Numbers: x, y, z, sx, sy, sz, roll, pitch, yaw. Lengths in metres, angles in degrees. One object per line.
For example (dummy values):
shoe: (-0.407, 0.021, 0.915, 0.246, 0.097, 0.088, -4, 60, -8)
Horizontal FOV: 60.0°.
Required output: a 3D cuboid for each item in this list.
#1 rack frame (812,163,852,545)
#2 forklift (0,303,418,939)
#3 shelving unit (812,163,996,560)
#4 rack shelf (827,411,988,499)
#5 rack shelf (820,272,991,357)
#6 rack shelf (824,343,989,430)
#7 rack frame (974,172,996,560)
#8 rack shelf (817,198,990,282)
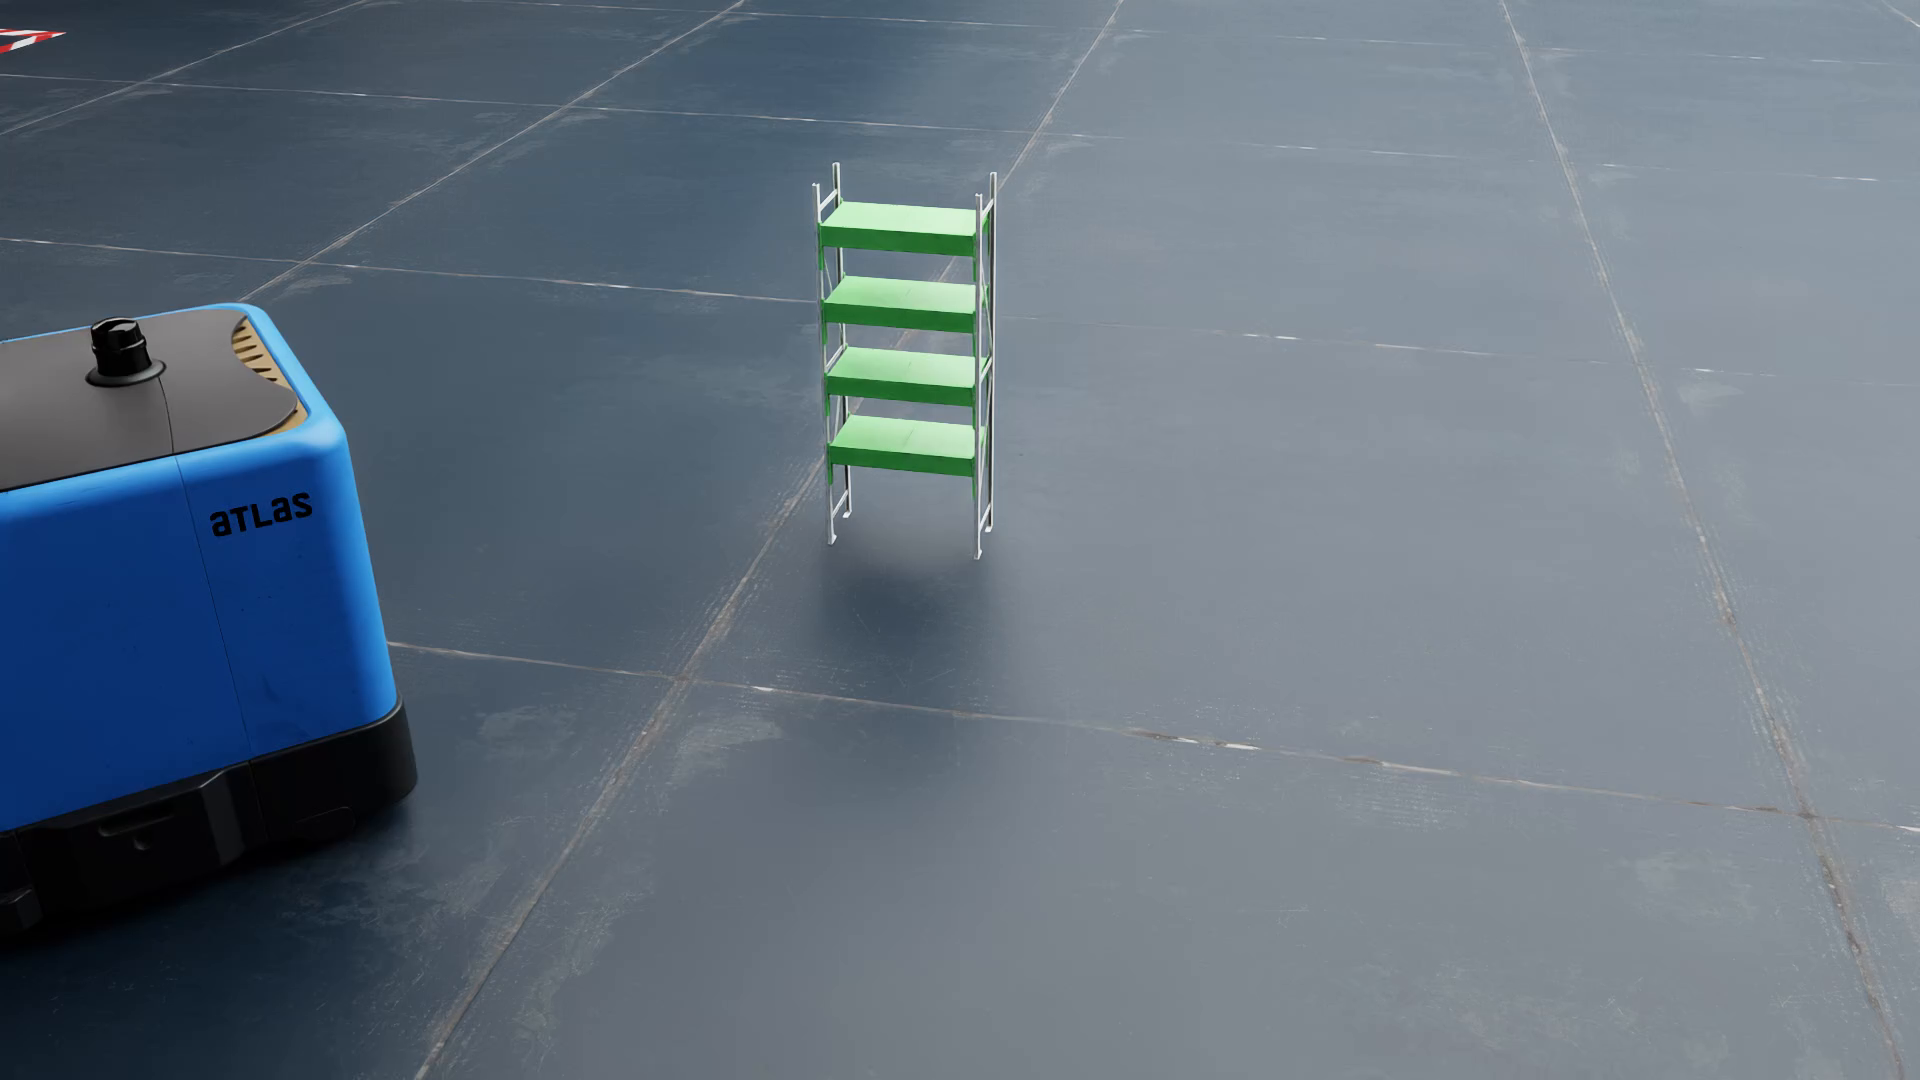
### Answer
rack frame: (-0.401, -0.567, 5.255, 0.015, 1.200, 0.240, 6, 29, 11)
forklift: (-2.897, -0.426, 3.195, 3.031, 2.935, 1.130, -16, 33, -27)
shelving unit: (-0.162, -0.543, 5.211, 0.503, 1.200, 0.258, 6, 29, 11)
rack shelf: (-0.162, -0.276, 5.357, 0.480, 0.148, 0.258, 6, 29, 11)
rack shelf: (-0.162, -0.697, 5.126, 0.480, 0.148, 0.258, 6, 29, 11)
rack shelf: (-0.162, -0.487, 5.241, 0.480, 0.148, 0.258, 6, 29, 11)
rack frame: (0.077, -0.518, 5.166, 0.015, 1.200, 0.240, 6, 29, 11)
rack shelf: (-0.162, -0.908, 5.011, 0.480, 0.148, 0.258, 6, 29, 11)
